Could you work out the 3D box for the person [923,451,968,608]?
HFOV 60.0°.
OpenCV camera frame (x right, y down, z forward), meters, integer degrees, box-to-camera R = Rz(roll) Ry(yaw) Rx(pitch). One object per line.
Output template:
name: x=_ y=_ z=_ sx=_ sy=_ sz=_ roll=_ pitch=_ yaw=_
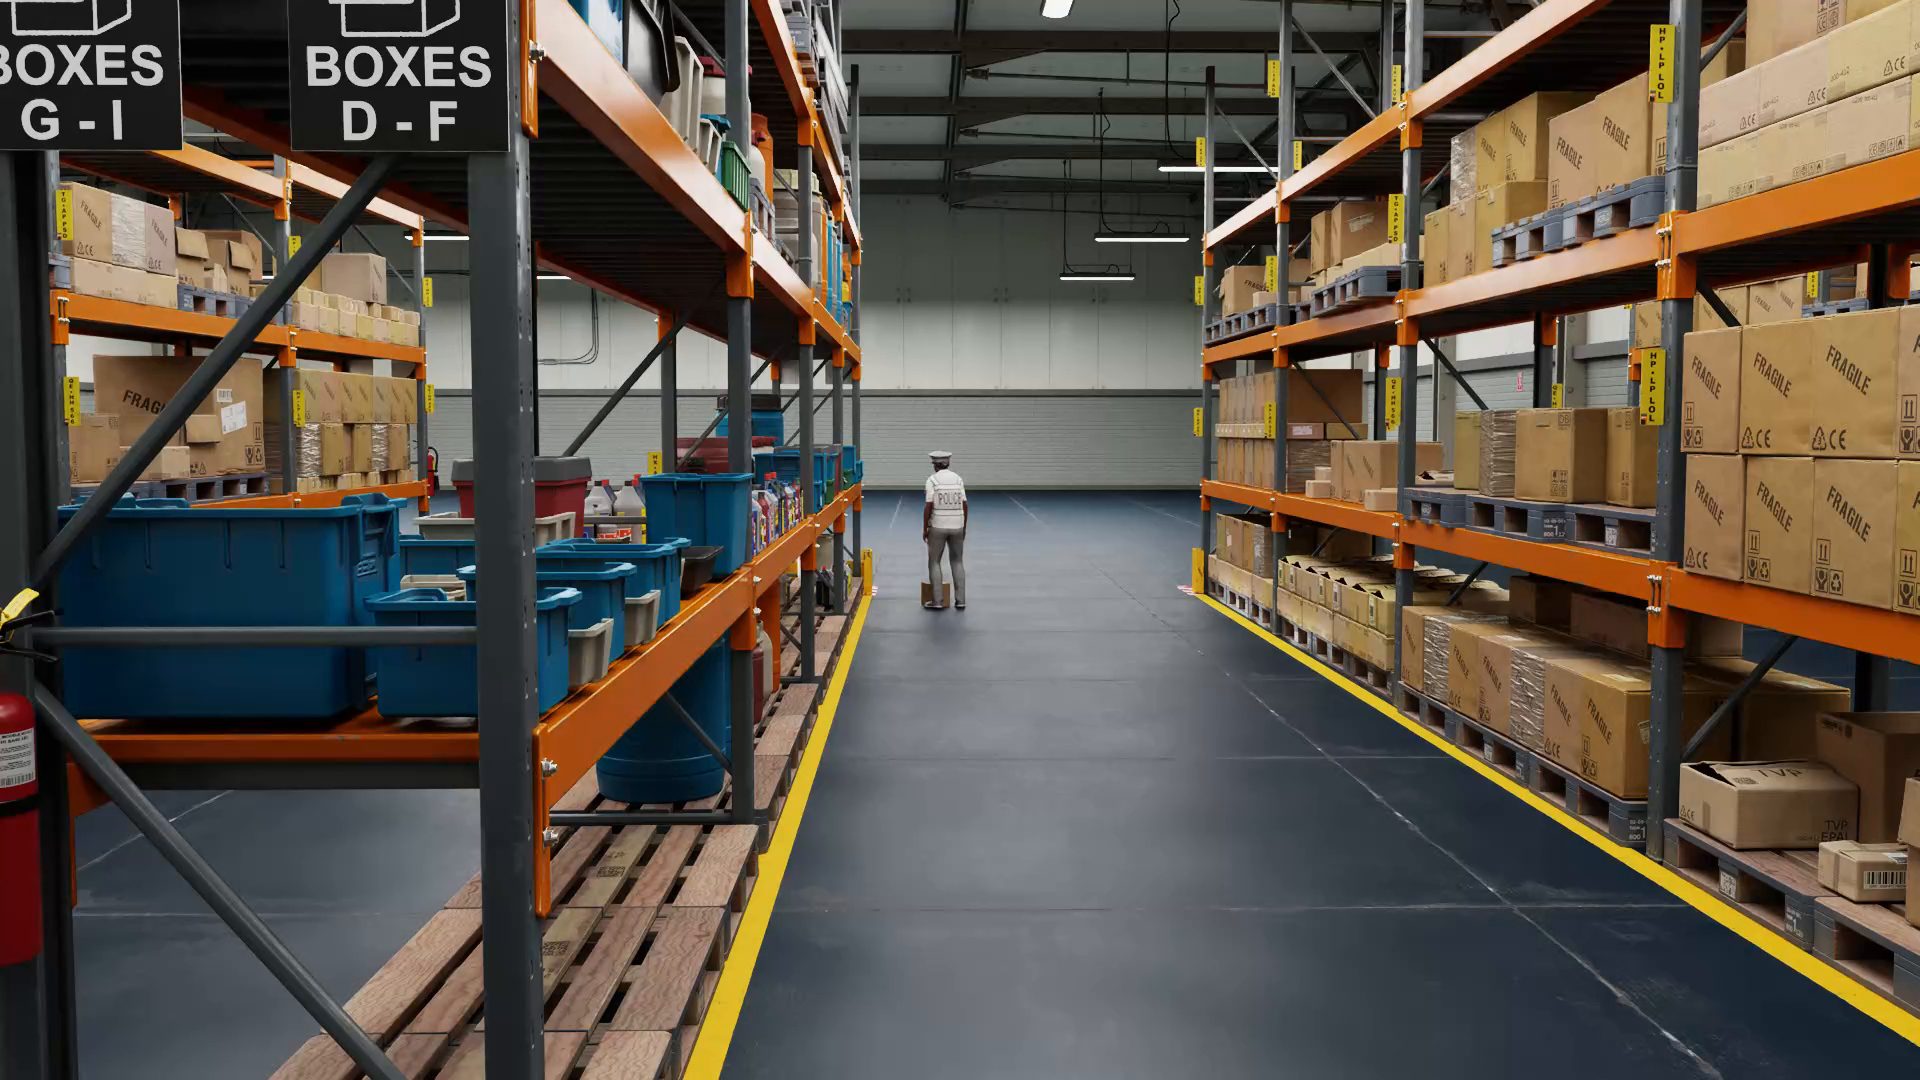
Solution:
person: x=-0.153 y=-0.106 z=17.579 sx=0.509 sy=1.657 sz=0.392 roll=-2 pitch=4 yaw=-22
